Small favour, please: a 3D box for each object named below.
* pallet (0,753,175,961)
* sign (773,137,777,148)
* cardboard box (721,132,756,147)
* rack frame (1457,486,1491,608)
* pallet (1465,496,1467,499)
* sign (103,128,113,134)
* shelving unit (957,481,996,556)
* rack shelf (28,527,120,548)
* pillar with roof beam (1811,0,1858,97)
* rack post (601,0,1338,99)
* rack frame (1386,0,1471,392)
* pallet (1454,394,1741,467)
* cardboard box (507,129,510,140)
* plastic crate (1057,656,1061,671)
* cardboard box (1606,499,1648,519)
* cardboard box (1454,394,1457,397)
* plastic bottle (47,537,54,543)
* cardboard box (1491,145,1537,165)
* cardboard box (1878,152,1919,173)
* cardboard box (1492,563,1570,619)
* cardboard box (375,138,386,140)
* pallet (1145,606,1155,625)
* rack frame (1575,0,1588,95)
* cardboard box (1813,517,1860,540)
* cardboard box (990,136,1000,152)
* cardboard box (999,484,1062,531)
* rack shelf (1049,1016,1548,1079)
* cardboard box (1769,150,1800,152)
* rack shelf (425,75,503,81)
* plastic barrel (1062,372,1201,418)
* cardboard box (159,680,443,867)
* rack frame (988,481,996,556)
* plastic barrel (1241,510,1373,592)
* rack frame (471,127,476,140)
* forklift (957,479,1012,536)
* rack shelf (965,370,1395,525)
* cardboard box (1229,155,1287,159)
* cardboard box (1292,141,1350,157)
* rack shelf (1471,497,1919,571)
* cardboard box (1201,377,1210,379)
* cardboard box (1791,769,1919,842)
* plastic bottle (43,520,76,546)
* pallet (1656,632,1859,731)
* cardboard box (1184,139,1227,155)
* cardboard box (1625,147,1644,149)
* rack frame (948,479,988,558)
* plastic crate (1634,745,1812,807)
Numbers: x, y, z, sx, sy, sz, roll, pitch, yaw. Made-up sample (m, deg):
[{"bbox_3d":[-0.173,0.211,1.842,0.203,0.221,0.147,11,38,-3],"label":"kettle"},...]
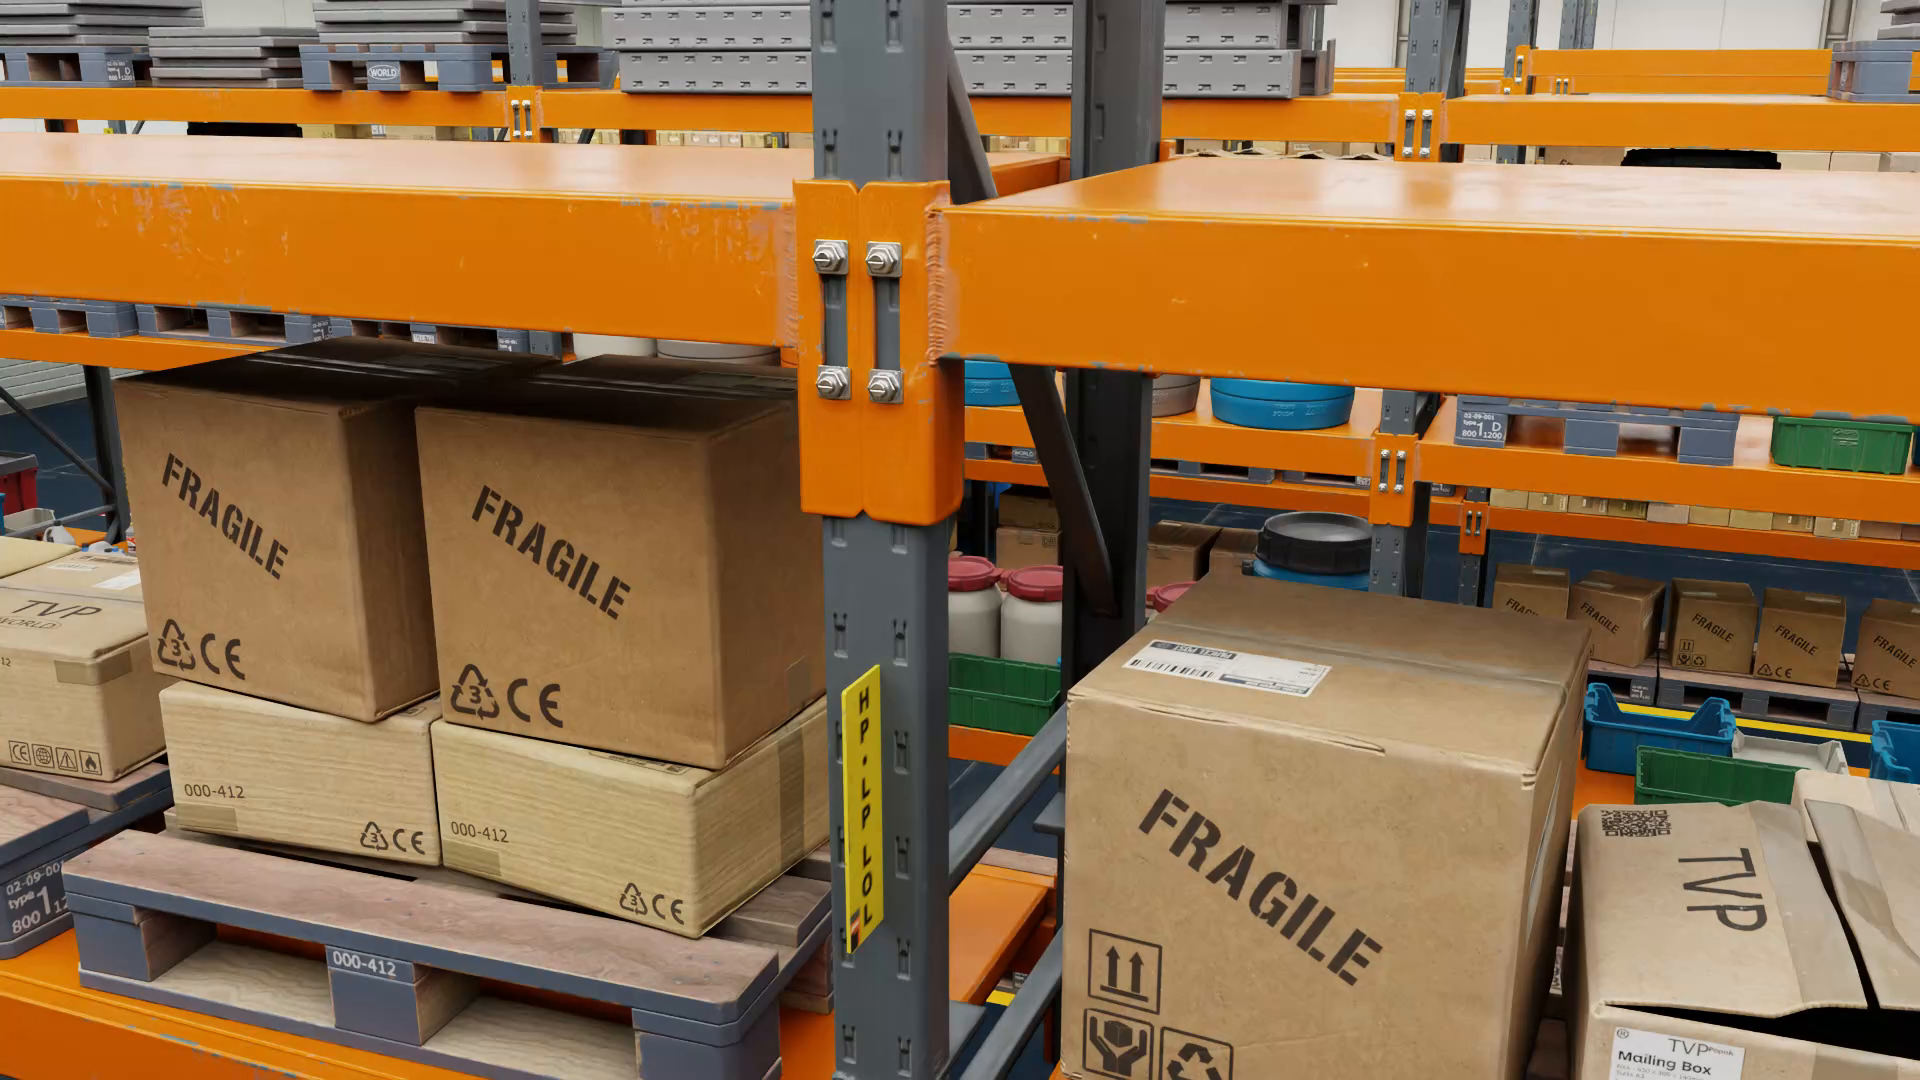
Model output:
[{"bbox_3d":[-1.936,0.411,3.414,1.213,0.211,1.003,7,18,23],"label":"pallet"},{"bbox_3d":[-2.002,-4.201,18.032,0.005,0.325,0.100,6,17,21],"label":"sign"},{"bbox_3d":[-2.451,-4.439,18.438,0.250,0.149,0.380,7,18,22],"label":"cardboard box"},{"bbox_3d":[3.718,-0.559,11.796,0.127,3.000,1.000,6,17,21],"label":"rack frame"},{"bbox_3d":[4.887,-0.555,16.784,1.213,0.211,1.003,6,17,21],"label":"pallet"},{"bbox_3d":[-7.654,-3.542,14.979,0.005,0.325,0.100,6,17,21],"label":"sign"},{"bbox_3d":[0.027,-0.906,14.603,0.503,2.100,0.431,-3,17,-11],"label":"shelving unit"},{"bbox_3d":[-7.402,0.048,10.995,4.000,0.370,1.077,6,17,21],"label":"rack shelf"},{"bbox_3d":[10.996,-6.077,20.043,0.400,9.000,9.100,6,17,21],"label":"pillar with roof beam"},{"bbox_3d":[0.037,-2.431,7.124,3.121,1.000,1.013,6,17,21],"label":"rack post"},{"bbox_3d":[1.901,-2.156,6.534,0.127,3.000,1.000,6,17,21],"label":"rack frame"},{"bbox_3d":[2.608,-0.576,6.812,1.003,0.211,1.213,6,17,21],"label":"pallet"},{"bbox_3d":[-5.083,-4.740,19.474,0.250,0.149,0.380,7,18,23],"label":"cardboard box"},{"bbox_3d":[0.760,0.701,7.484,0.575,0.384,0.392,6,17,21],"label":"plastic crate"},{"bbox_3d":[4.514,-0.268,11.243,0.250,0.149,0.380,6,17,21],"label":"cardboard box"},{"bbox_3d":[5.022,-0.997,16.585,0.750,0.750,1.050,6,17,20],"label":"cardboard box"},{"bbox_3d":[-5.233,0.125,9.649,0.133,0.283,0.061,6,17,21],"label":"plastic bottle"},{"bbox_3d":[6.758,-4.722,20.269,0.500,0.250,0.500,6,17,20],"label":"cardboard box"},{"bbox_3d":[5.904,-2.114,10.163,0.500,0.500,0.500,6,17,21],"label":"cardboard box"},{"bbox_3d":[4.076,0.491,11.909,0.500,0.500,0.500,6,17,19],"label":"cardboard box"},{"bbox_3d":[-4.973,-3.236,14.526,0.500,0.500,0.700,7,18,23],"label":"cardboard box"},{"bbox_3d":[1.854,0.576,12.886,1.213,0.211,1.003,6,17,21],"label":"pallet"},{"bbox_3d":[7.354,-6.010,19.813,0.127,3.000,1.000,6,17,21],"label":"rack frame"},{"bbox_3d":[5.664,-0.131,10.772,0.250,0.149,0.380,6,17,21],"label":"cardboard box"},{"bbox_3d":[0.235,-4.201,17.407,0.258,0.266,0.396,6,17,21],"label":"cardboard box"},{"bbox_3d":[0.631,-0.278,13.178,0.500,0.250,0.500,7,18,23],"label":"cardboard box"},{"bbox_3d":[1.940,1.119,1.924,4.000,0.370,1.077,6,17,21],"label":"rack shelf"},{"bbox_3d":[7.261,-3.507,14.656,0.250,0.149,0.380,6,17,20],"label":"cardboard box"},{"bbox_3d":[-5.584,-3.926,14.639,4.000,0.370,1.077,6,17,21],"label":"rack shelf"},{"bbox_3d":[0.740,-1.018,7.098,0.600,0.901,0.600,0,16,0],"label":"plastic barrel"},{"bbox_3d":[-1.002,0.319,2.908,0.500,0.250,0.500,5,17,15],"label":"cardboard box"},{"bbox_3d":[0.266,-0.920,14.651,0.015,2.100,0.400,-3,17,-11],"label":"rack frame"},{"bbox_3d":[1.653,0.367,7.708,0.708,0.901,0.600,6,17,21],"label":"plastic barrel"},{"bbox_3d":[-5.531,-5.944,19.583,0.127,3.000,1.000,6,17,21],"label":"rack frame"},{"bbox_3d":[-0.313,-1.787,16.147,1.130,2.935,3.031,-3,17,-11],"label":"forklift"},{"bbox_3d":[0.040,-0.574,7.758,4.000,0.370,1.077,6,17,21],"label":"rack shelf"},{"bbox_3d":[2.970,-3.680,16.503,0.500,0.250,0.500,7,18,22],"label":"cardboard box"},{"bbox_3d":[3.631,-3.877,16.734,0.500,0.500,0.500,6,17,21],"label":"cardboard box"},{"bbox_3d":[5.579,-0.009,11.191,4.000,0.370,1.077,6,17,21],"label":"rack shelf"},{"bbox_3d":[2.072,-0.964,12.251,0.637,0.503,0.797,8,18,26],"label":"cardboard box"},{"bbox_3d":[1.302,0.473,2.305,0.250,0.149,0.380,6,17,21],"label":"cardboard box"},{"bbox_3d":[-5.295,0.055,9.769,0.185,0.351,0.144,6,17,21],"label":"plastic bottle"},{"bbox_3d":[5.495,0.964,11.551,1.213,0.211,1.003,6,17,21],"label":"pallet"},{"bbox_3d":[3.227,-5.230,21.565,0.637,0.503,0.797,5,17,17],"label":"cardboard box"},{"bbox_3d":[6.084,-3.636,15.103,0.250,0.149,0.380,6,17,20],"label":"cardboard box"},{"bbox_3d":[-0.003,-0.968,13.205,0.127,3.000,1.000,6,17,21],"label":"rack frame"},{"bbox_3d":[3.060,1.039,6.670,0.662,0.188,0.450,6,17,21],"label":"plastic crate"}]
